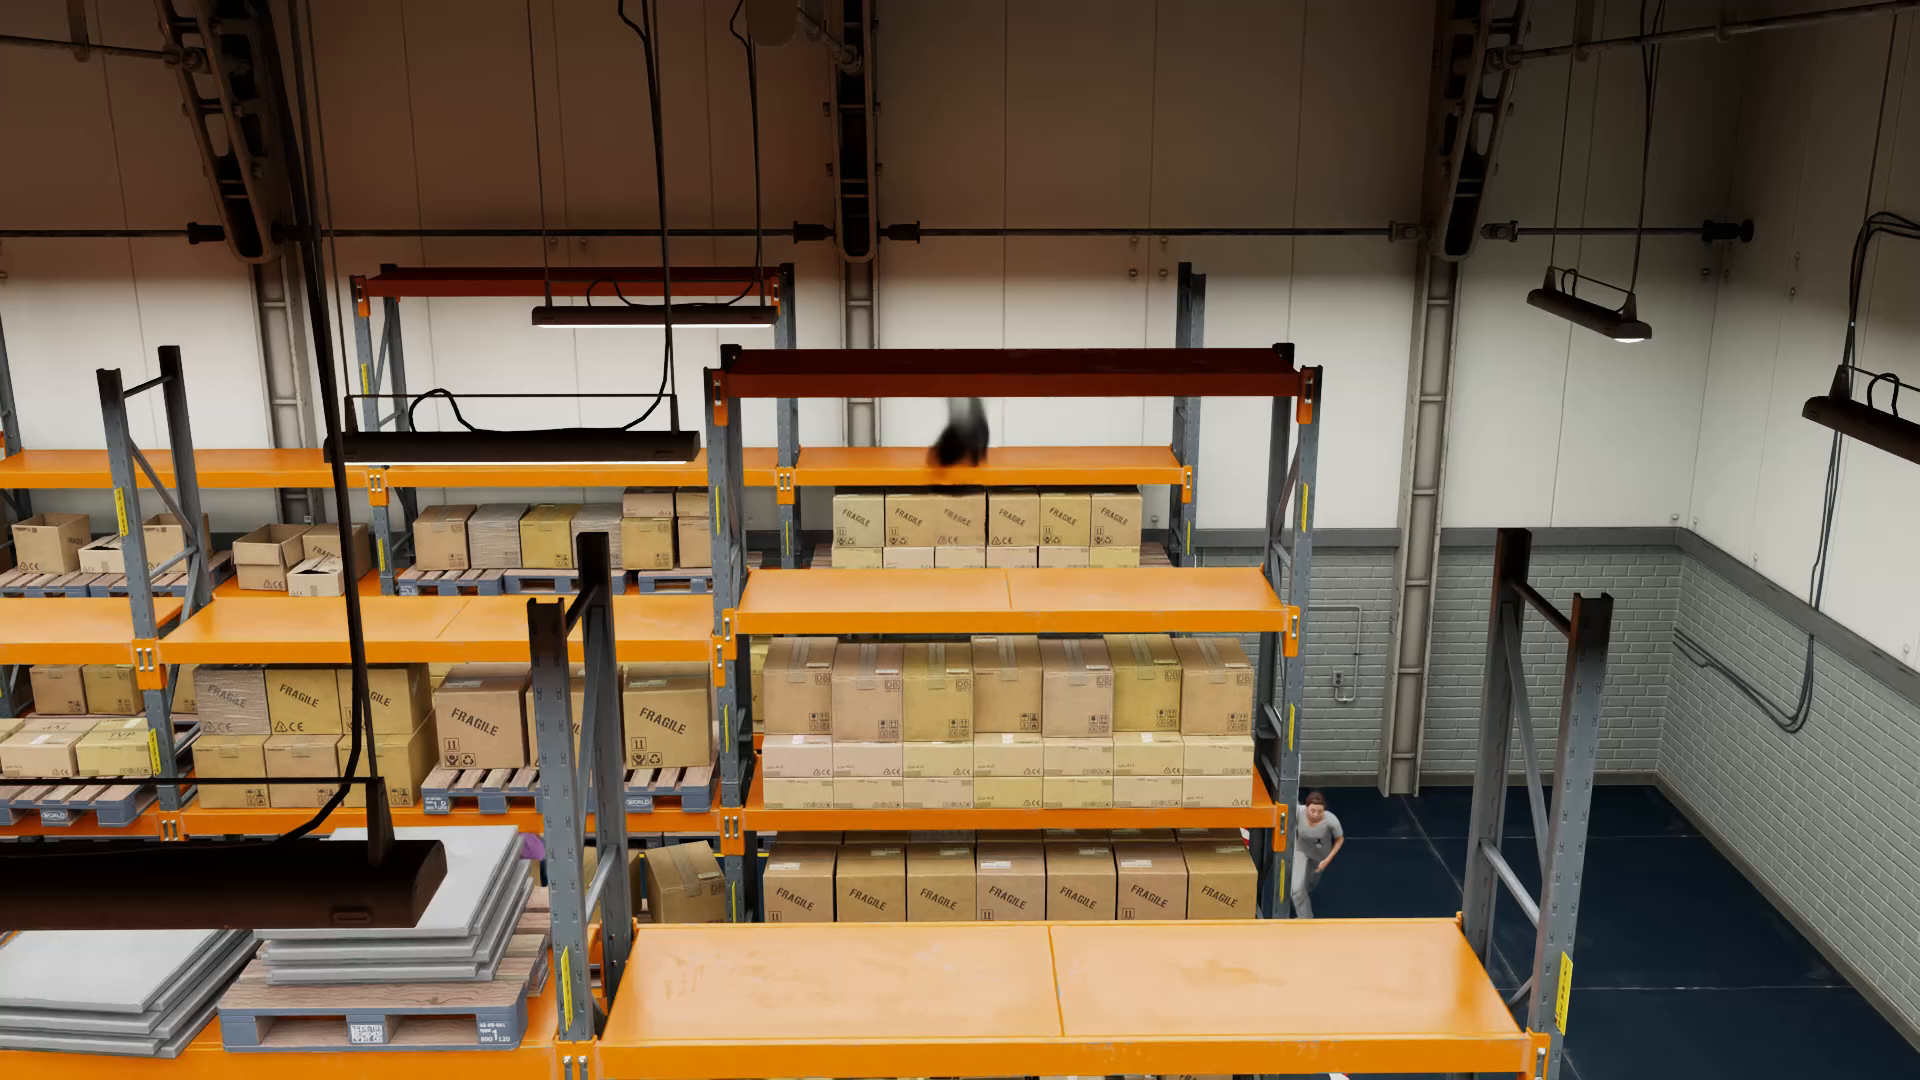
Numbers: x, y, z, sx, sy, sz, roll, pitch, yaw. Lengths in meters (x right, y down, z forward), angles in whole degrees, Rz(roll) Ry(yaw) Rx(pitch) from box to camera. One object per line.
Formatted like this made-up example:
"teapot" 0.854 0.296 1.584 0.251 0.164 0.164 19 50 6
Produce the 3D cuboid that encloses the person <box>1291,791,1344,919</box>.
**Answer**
"person" 3.349 2.934 15.737 0.555 1.528 1.029 5 17 16

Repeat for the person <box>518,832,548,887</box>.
"person" -3.941 3.031 15.544 0.997 1.440 0.534 3 16 12
